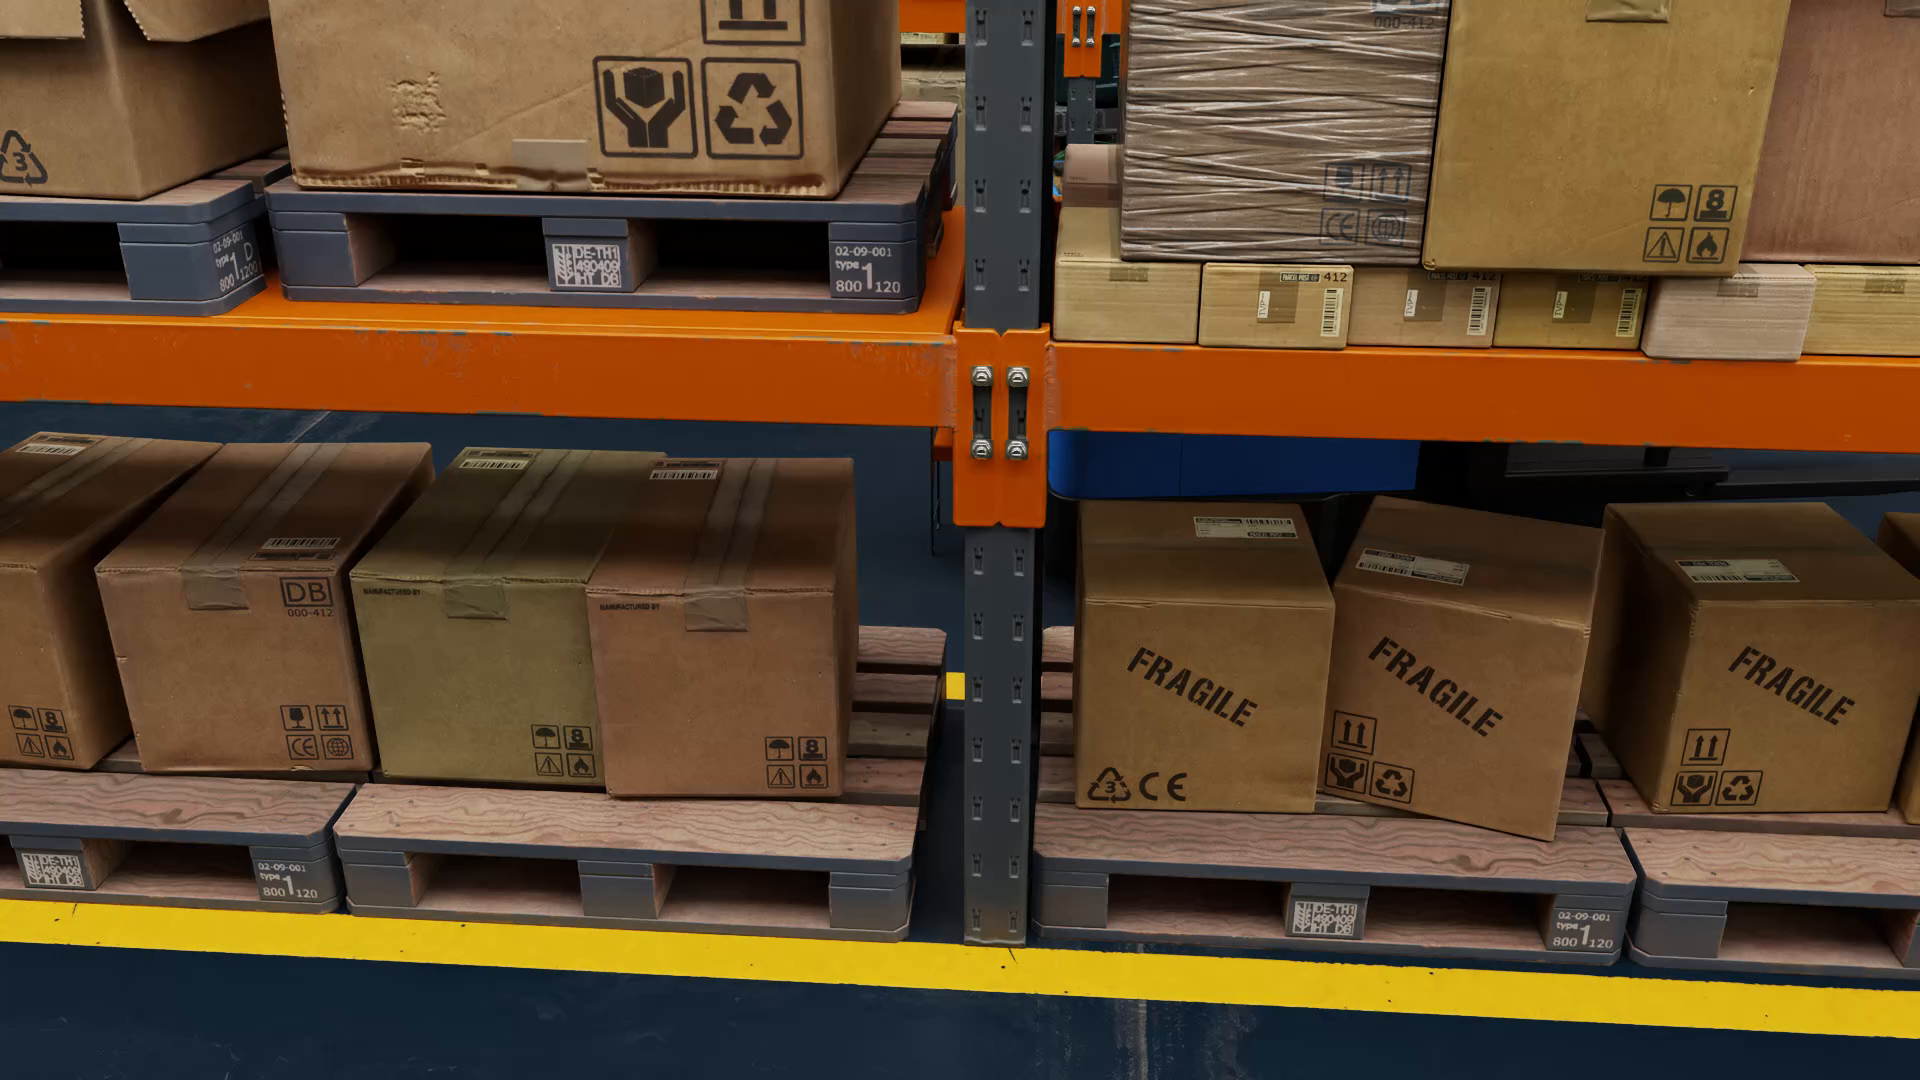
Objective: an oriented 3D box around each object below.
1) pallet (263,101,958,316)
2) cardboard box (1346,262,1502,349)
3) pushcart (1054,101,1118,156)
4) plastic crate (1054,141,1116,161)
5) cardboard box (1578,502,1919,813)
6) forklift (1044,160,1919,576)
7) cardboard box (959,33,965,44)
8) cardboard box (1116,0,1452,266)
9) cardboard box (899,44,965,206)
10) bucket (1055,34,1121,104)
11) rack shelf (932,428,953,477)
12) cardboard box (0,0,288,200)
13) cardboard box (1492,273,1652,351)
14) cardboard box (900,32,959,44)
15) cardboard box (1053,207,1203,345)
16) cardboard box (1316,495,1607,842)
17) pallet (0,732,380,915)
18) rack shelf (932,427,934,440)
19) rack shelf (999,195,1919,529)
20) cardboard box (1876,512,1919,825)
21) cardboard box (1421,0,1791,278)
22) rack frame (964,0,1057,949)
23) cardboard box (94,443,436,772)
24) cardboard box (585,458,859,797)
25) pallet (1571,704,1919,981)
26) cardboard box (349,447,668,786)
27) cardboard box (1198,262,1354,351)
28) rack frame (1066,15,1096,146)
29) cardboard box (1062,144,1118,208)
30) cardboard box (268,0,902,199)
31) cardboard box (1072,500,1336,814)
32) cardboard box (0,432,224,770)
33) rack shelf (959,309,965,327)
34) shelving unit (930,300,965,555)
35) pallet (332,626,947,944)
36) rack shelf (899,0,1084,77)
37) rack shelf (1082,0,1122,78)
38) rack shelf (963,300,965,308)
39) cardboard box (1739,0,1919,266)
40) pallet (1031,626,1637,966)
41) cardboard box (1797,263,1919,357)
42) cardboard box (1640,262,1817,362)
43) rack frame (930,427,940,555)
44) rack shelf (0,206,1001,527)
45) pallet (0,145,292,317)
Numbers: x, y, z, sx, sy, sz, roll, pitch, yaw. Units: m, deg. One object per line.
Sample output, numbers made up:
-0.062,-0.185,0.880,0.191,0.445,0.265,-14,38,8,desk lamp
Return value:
-0.642,-0.729,3.476,1.213,0.211,1.003,2,25,4,pallet
0.800,-0.475,2.995,0.250,0.149,0.380,2,25,4,cardboard box
0.743,-2.719,10.707,0.936,0.377,1.648,-7,26,-14,pushcart
0.863,-2.085,9.487,0.662,0.188,0.450,16,39,31,plastic crate
1.702,0.245,3.617,0.500,0.500,0.500,0,25,-1,cardboard box
1.733,-1.421,4.831,3.031,2.935,1.130,-2,25,-4,forklift
0.345,-3.875,12.723,0.625,0.372,0.950,2,25,5,cardboard box
0.553,-0.872,3.081,0.500,0.500,0.875,2,25,4,cardboard box
-0.036,-1.947,8.081,0.750,0.750,1.050,2,25,4,cardboard box
0.902,-2.956,10.182,0.620,0.611,0.726,1,23,26,bucket
0.014,-0.286,5.117,0.180,0.103,0.258,2,25,4,rack shelf
-1.626,-0.986,3.179,0.637,0.503,0.797,4,25,9,cardboard box
1.050,-0.471,2.986,0.250,0.149,0.380,2,25,4,cardboard box
-0.372,-3.896,12.770,0.625,0.372,0.950,3,25,7,cardboard box
0.301,-0.485,3.016,0.250,0.149,0.380,2,25,4,cardboard box
1.077,0.258,3.589,0.500,0.500,0.500,10,27,21,cardboard box
-1.887,0.473,3.970,1.213,0.211,1.003,2,25,4,pallet
0.014,-0.395,5.067,0.180,0.103,0.258,2,25,4,rack shelf
2.103,-0.341,3.263,4.000,0.370,1.077,2,25,4,rack shelf
2.255,0.282,3.538,0.500,0.500,0.500,4,25,9,cardboard box
1.049,-0.841,3.014,0.500,0.500,0.875,2,25,4,cardboard box
0.109,-0.732,3.251,0.127,3.000,1.000,2,25,4,rack frame
-1.533,0.135,3.833,0.500,0.500,0.700,0,25,-1,cardboard box
-0.501,0.176,3.744,0.500,0.500,0.700,0,25,0,cardboard box
2.001,0.580,3.737,1.213,0.211,1.003,2,25,4,pallet
-0.975,0.152,3.794,0.500,0.500,0.700,2,25,4,cardboard box
0.549,-0.472,2.987,0.250,0.149,0.380,2,25,4,cardboard box
0.590,-2.796,7.737,0.127,3.000,1.000,2,25,4,rack frame
0.346,-0.733,3.555,0.250,0.149,0.380,2,25,4,cardboard box
-0.672,-1.279,3.220,1.000,1.000,1.000,2,25,4,cardboard box
0.505,0.243,3.622,0.500,0.500,0.500,1,25,2,cardboard box
-2.090,0.117,3.871,0.500,0.500,0.700,4,25,8,cardboard box
0.014,-0.613,4.967,0.180,0.103,0.258,2,25,4,rack shelf
0.014,-0.545,4.998,0.189,1.200,0.258,2,25,4,shelving unit
-0.667,0.511,3.887,1.213,0.211,1.003,2,25,4,pallet
-1.404,-2.533,8.026,4.000,0.370,1.077,2,25,4,rack shelf
2.584,-2.405,7.748,4.000,0.370,1.077,2,25,4,rack shelf
0.014,-0.722,4.916,0.180,0.103,0.258,2,25,4,rack shelf
1.555,-0.867,3.071,0.500,0.500,0.875,2,25,4,cardboard box
0.782,0.542,3.820,1.213,0.211,1.003,2,25,4,pallet
1.549,-0.455,2.952,0.250,0.149,0.380,2,25,4,cardboard box
1.296,-0.446,2.932,0.250,0.149,0.380,2,25,4,cardboard box
-0.077,-0.548,5.005,0.006,1.200,0.240,2,25,4,rack frame
-1.885,-0.469,3.541,4.000,0.370,1.077,2,25,4,rack shelf
-1.902,-0.726,3.469,1.213,0.211,1.003,2,25,4,pallet
